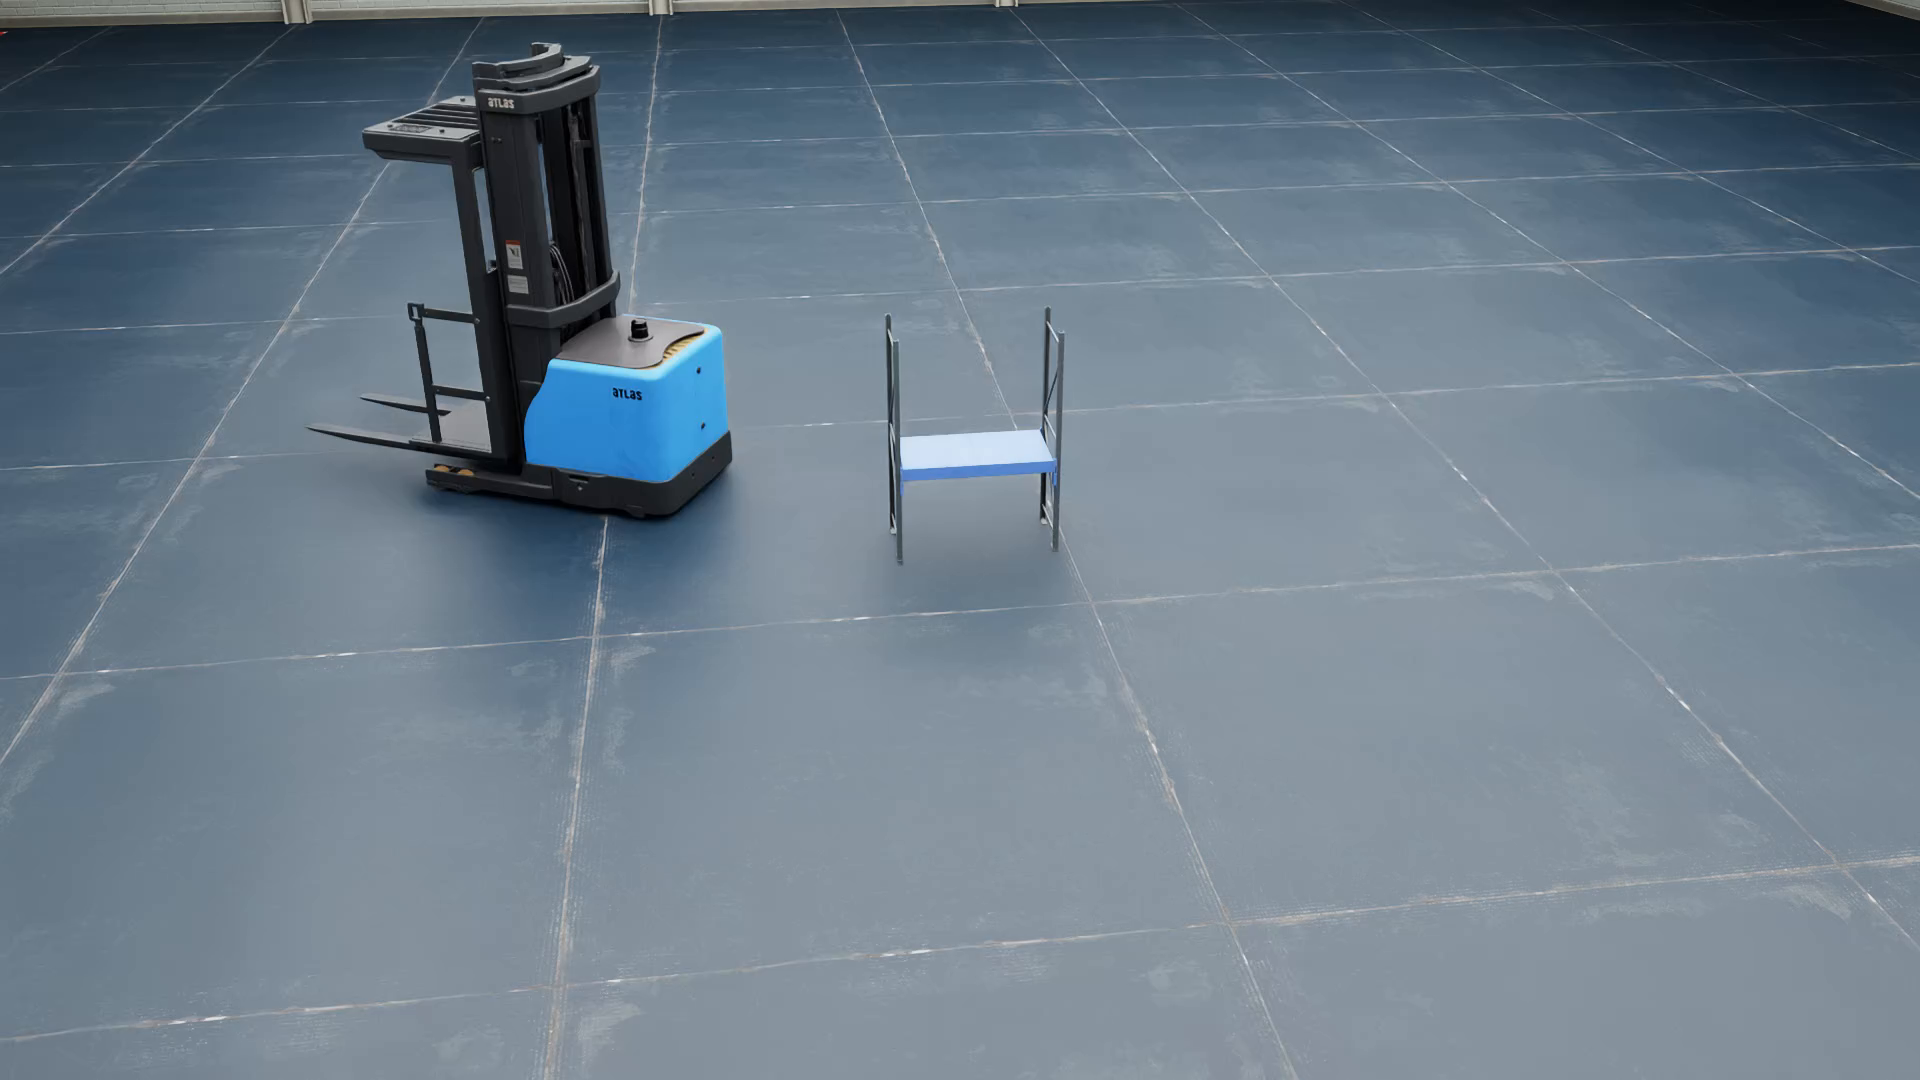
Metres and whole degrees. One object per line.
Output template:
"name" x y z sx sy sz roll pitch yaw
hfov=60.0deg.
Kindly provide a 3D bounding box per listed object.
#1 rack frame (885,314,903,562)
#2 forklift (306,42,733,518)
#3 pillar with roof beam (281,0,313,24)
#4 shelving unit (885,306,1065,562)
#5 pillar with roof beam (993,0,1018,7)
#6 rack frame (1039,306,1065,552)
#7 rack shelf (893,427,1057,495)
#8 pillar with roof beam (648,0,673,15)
"rack frame" -0.419 -0.640 10.558 0.032 1.500 0.500 -4 27 -7
"forklift" -3.204 -1.842 11.333 3.031 2.935 1.130 9 28 17
"pillar with roof beam" -10.477 -10.737 22.022 0.400 9.000 9.100 -4 27 -7
"shelving unit" 0.084 -0.673 10.621 1.048 1.500 0.538 -4 27 -7
"pillar with roof beam" 1.406 -11.501 23.509 0.400 9.000 9.100 -4 27 -7
"rack frame" 0.588 -0.705 10.684 0.032 1.500 0.500 -4 27 -7
"rack shelf" 0.084 -0.513 10.703 1.000 0.185 0.538 -4 27 -7
"pillar with roof beam" -4.536 -11.119 22.765 0.400 9.000 9.100 -4 27 -7
